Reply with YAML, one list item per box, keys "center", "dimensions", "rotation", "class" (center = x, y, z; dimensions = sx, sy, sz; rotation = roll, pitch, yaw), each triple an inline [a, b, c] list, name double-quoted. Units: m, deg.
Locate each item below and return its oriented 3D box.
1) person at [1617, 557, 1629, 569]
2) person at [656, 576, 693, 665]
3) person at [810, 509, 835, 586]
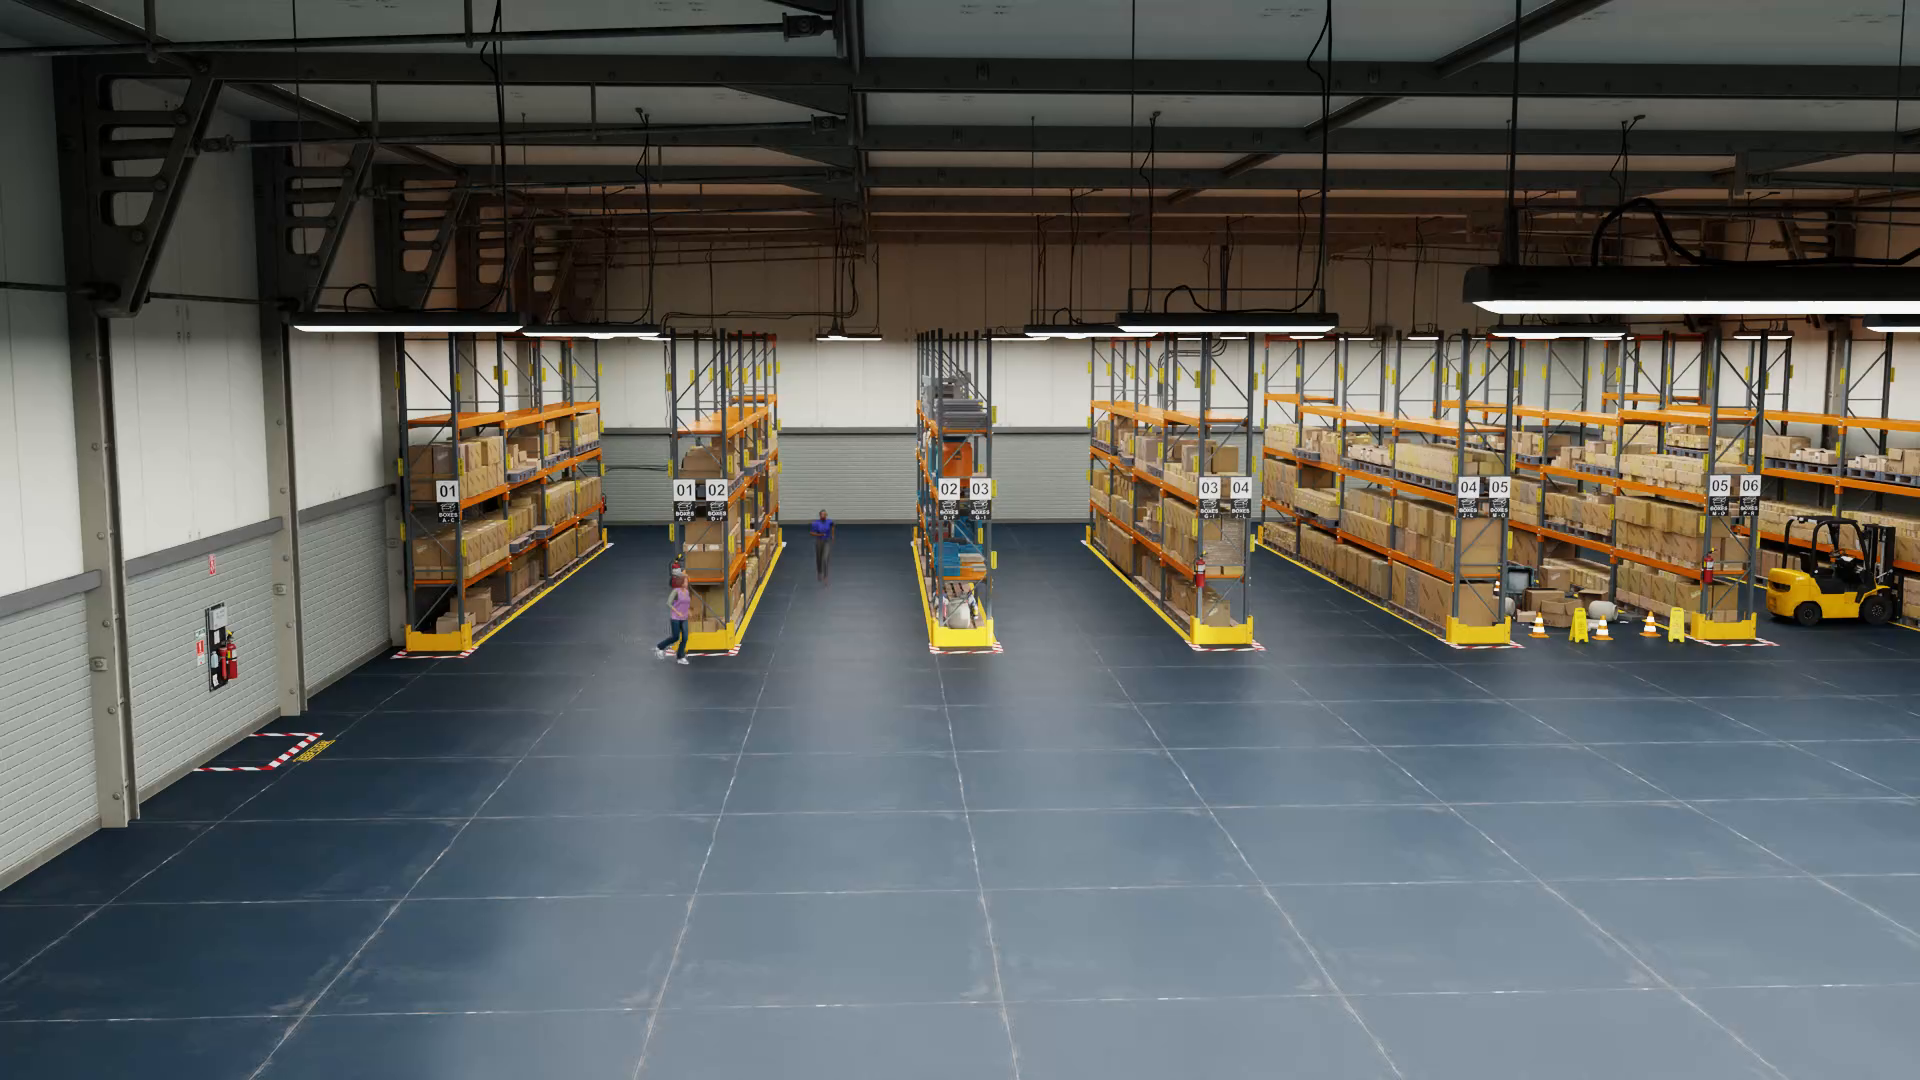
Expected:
- center: [16.171, 0.086, 40.249]
  dimensions: [0.639, 1.839, 0.783]
  rotation: [-1, 7, -11]
  class: "person"
- center: [-5.069, 1.424, 29.992]
  dimensions: [0.716, 1.569, 0.587]
  rotation: [4, 8, 32]
  class: "person"
- center: [-3.141, 0.147, 38.054]
  dimensions: [0.600, 1.724, 0.852]
  rotation: [-2, 7, -16]
  class: "person"
